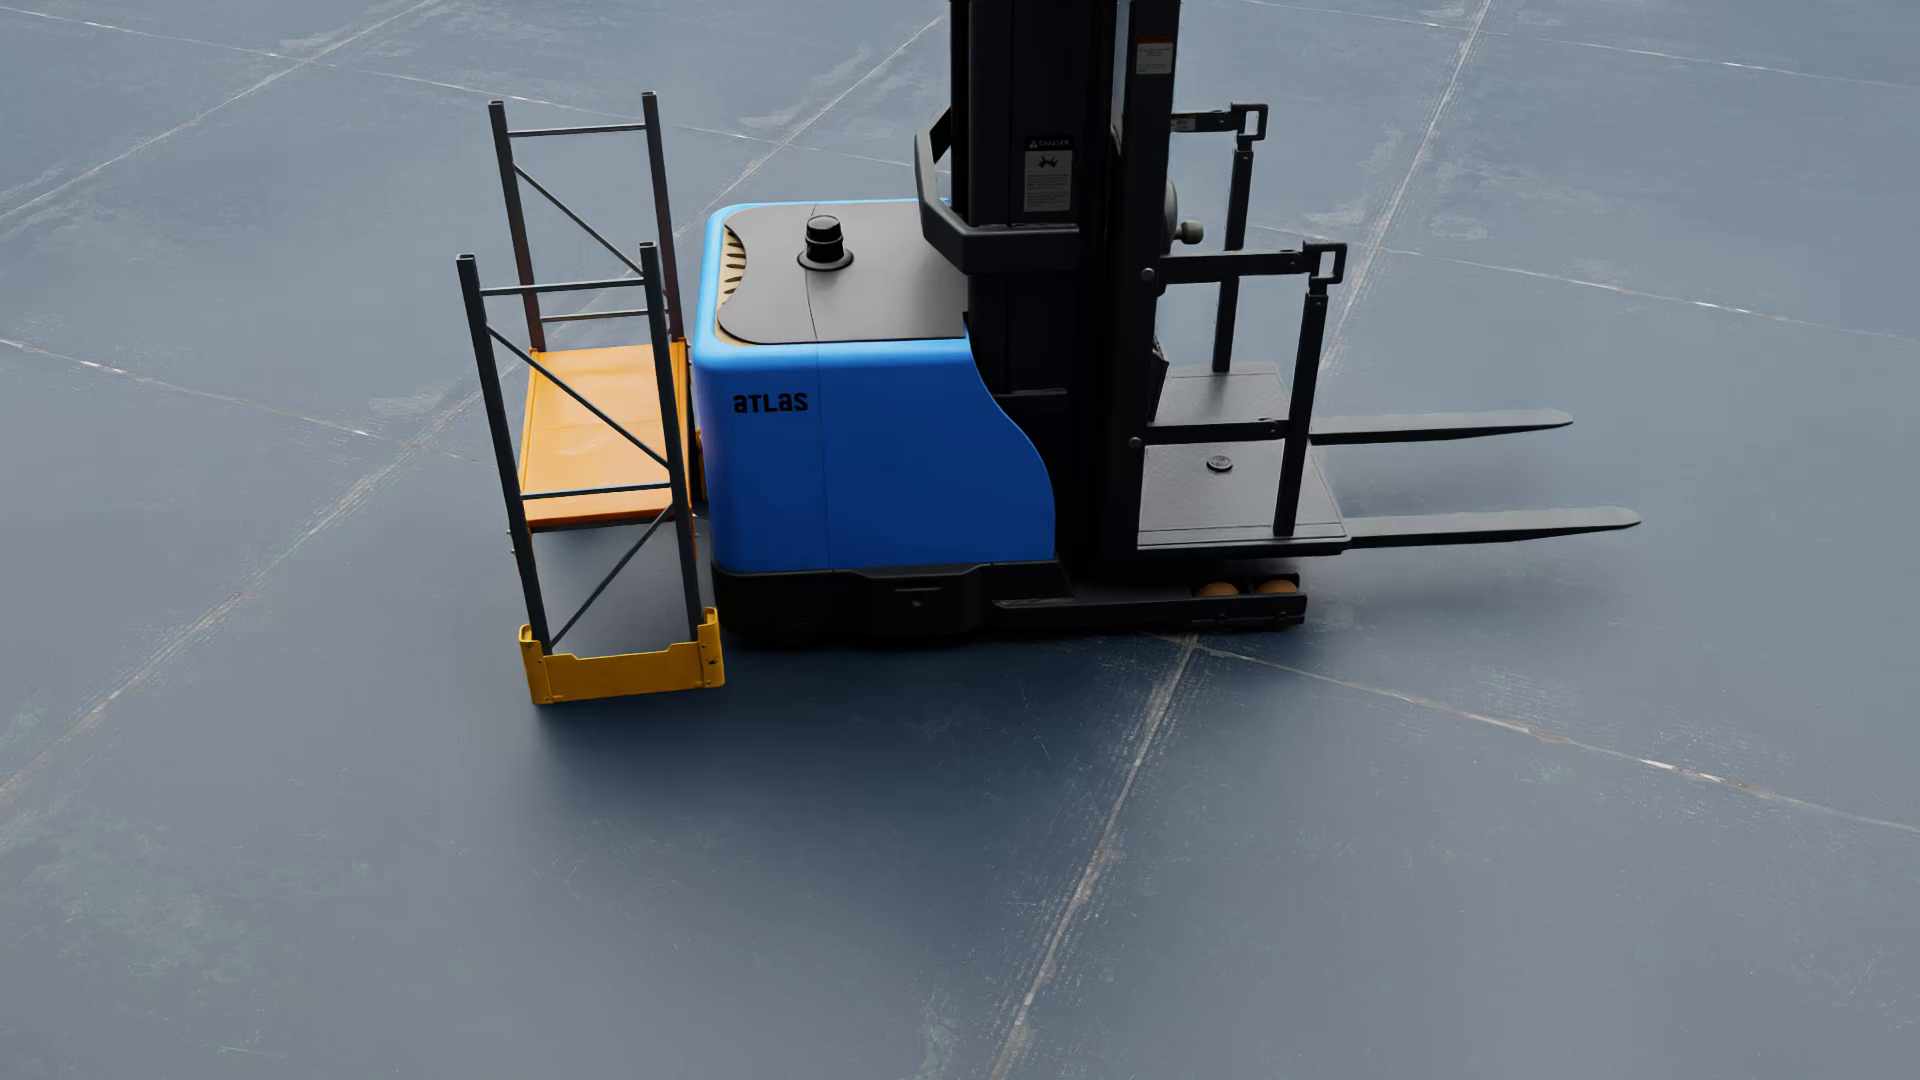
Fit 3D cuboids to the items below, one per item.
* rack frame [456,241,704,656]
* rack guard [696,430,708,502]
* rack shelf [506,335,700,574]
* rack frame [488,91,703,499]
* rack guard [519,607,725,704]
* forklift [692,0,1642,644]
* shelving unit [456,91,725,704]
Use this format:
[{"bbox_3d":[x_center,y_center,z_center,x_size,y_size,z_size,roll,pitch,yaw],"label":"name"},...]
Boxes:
[{"bbox_3d":[-1.023,-0.136,4.678,0.500,1.500,0.032,-5,37,-7],"label":"rack frame"},{"bbox_3d":[-1.169,-0.237,5.857,0.587,0.250,0.087,-5,37,-7],"label":"rack guard"},{"bbox_3d":[-1.096,-0.293,5.189,0.538,0.185,1.000,-5,37,-7],"label":"rack shelf"},{"bbox_3d":[-1.171,-0.738,5.484,0.500,1.500,0.032,-5,37,-7],"label":"rack frame"},{"bbox_3d":[-1.024,0.353,5.068,0.587,0.250,0.087,-5,37,-7],"label":"rack guard"},{"bbox_3d":[0.705,-1.189,4.892,3.031,2.935,1.130,-2,37,-3],"label":"forklift"},{"bbox_3d":[-1.098,-0.443,5.088,0.587,1.500,1.083,-5,37,-7],"label":"shelving unit"}]
